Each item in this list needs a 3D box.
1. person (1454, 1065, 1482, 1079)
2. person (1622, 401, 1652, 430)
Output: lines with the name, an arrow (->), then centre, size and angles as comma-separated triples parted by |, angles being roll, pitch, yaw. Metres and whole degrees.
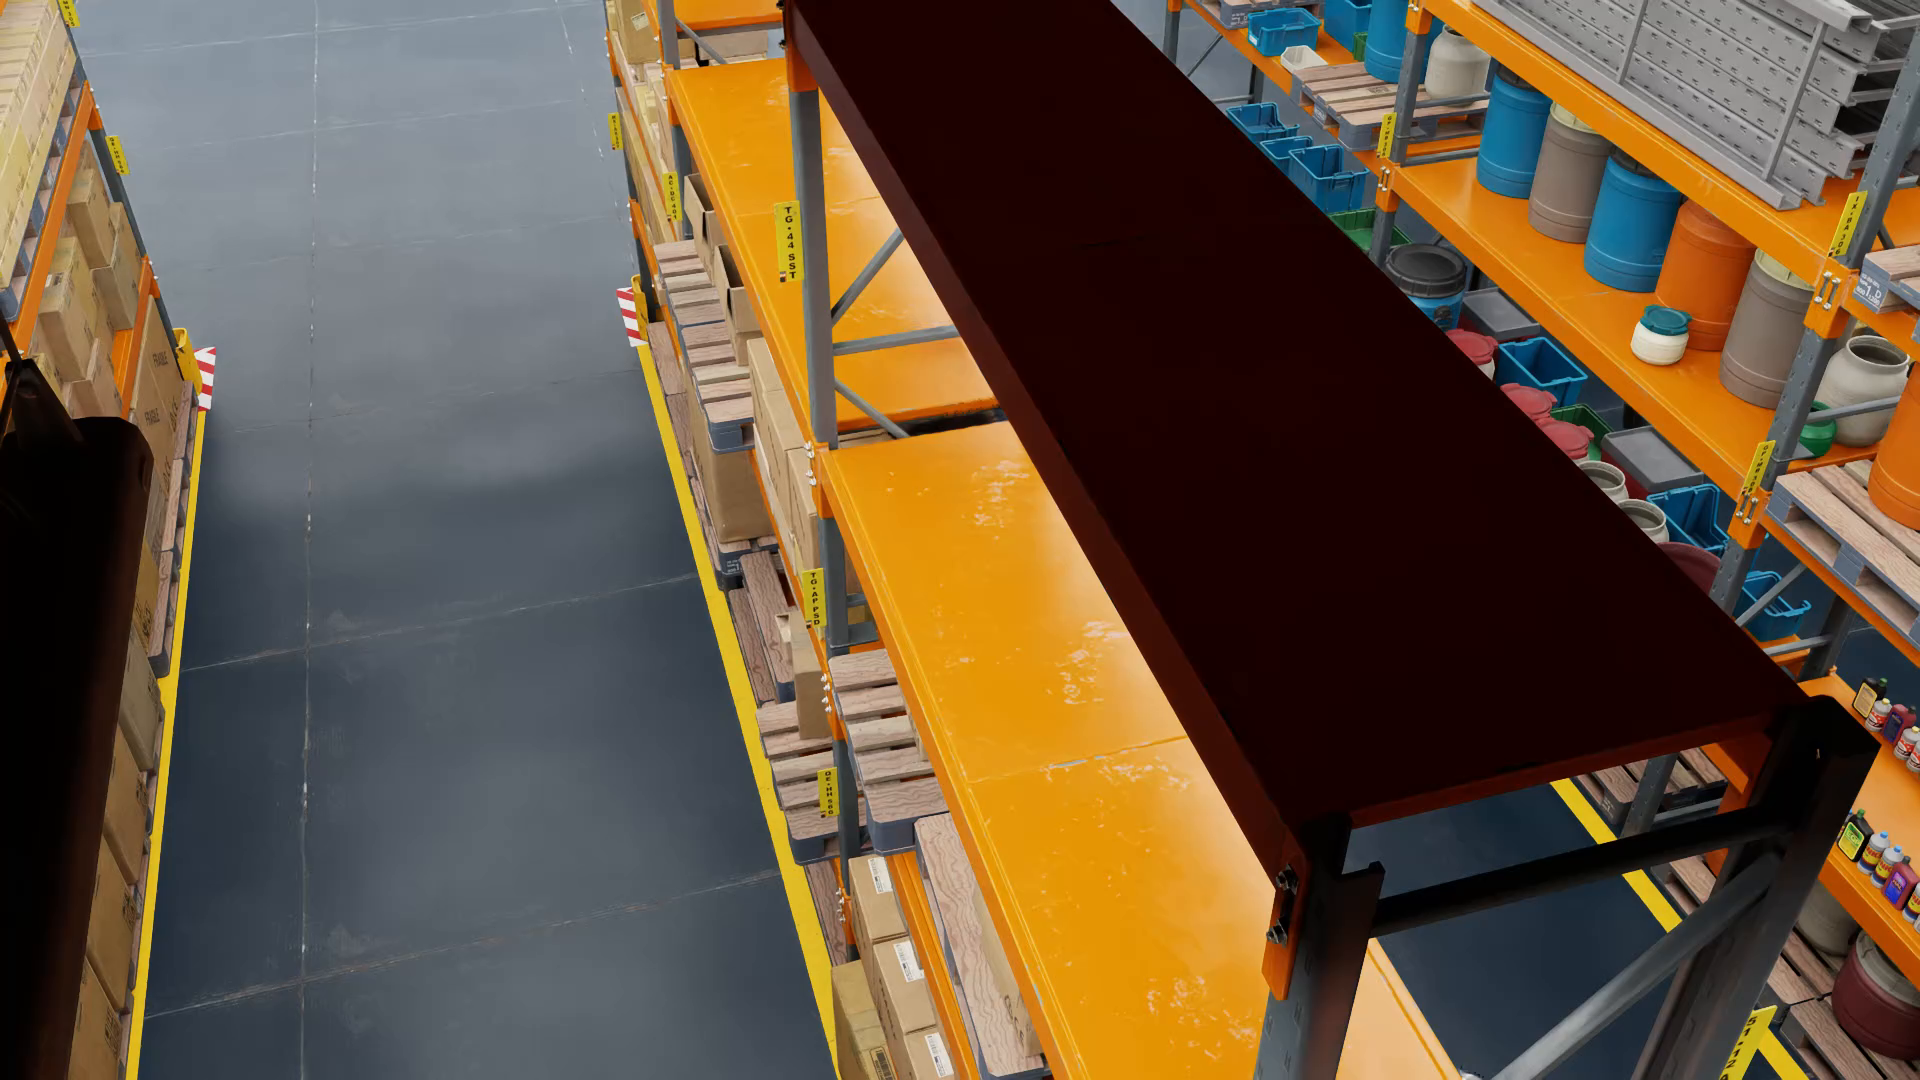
person -> 2.114, 2.872, 7.570 | 0.573, 1.527, 1.014 | -10, 39, -12
person -> 5.357, -1.183, 12.992 | 0.349, 1.661, 0.507 | -2, 38, -2
